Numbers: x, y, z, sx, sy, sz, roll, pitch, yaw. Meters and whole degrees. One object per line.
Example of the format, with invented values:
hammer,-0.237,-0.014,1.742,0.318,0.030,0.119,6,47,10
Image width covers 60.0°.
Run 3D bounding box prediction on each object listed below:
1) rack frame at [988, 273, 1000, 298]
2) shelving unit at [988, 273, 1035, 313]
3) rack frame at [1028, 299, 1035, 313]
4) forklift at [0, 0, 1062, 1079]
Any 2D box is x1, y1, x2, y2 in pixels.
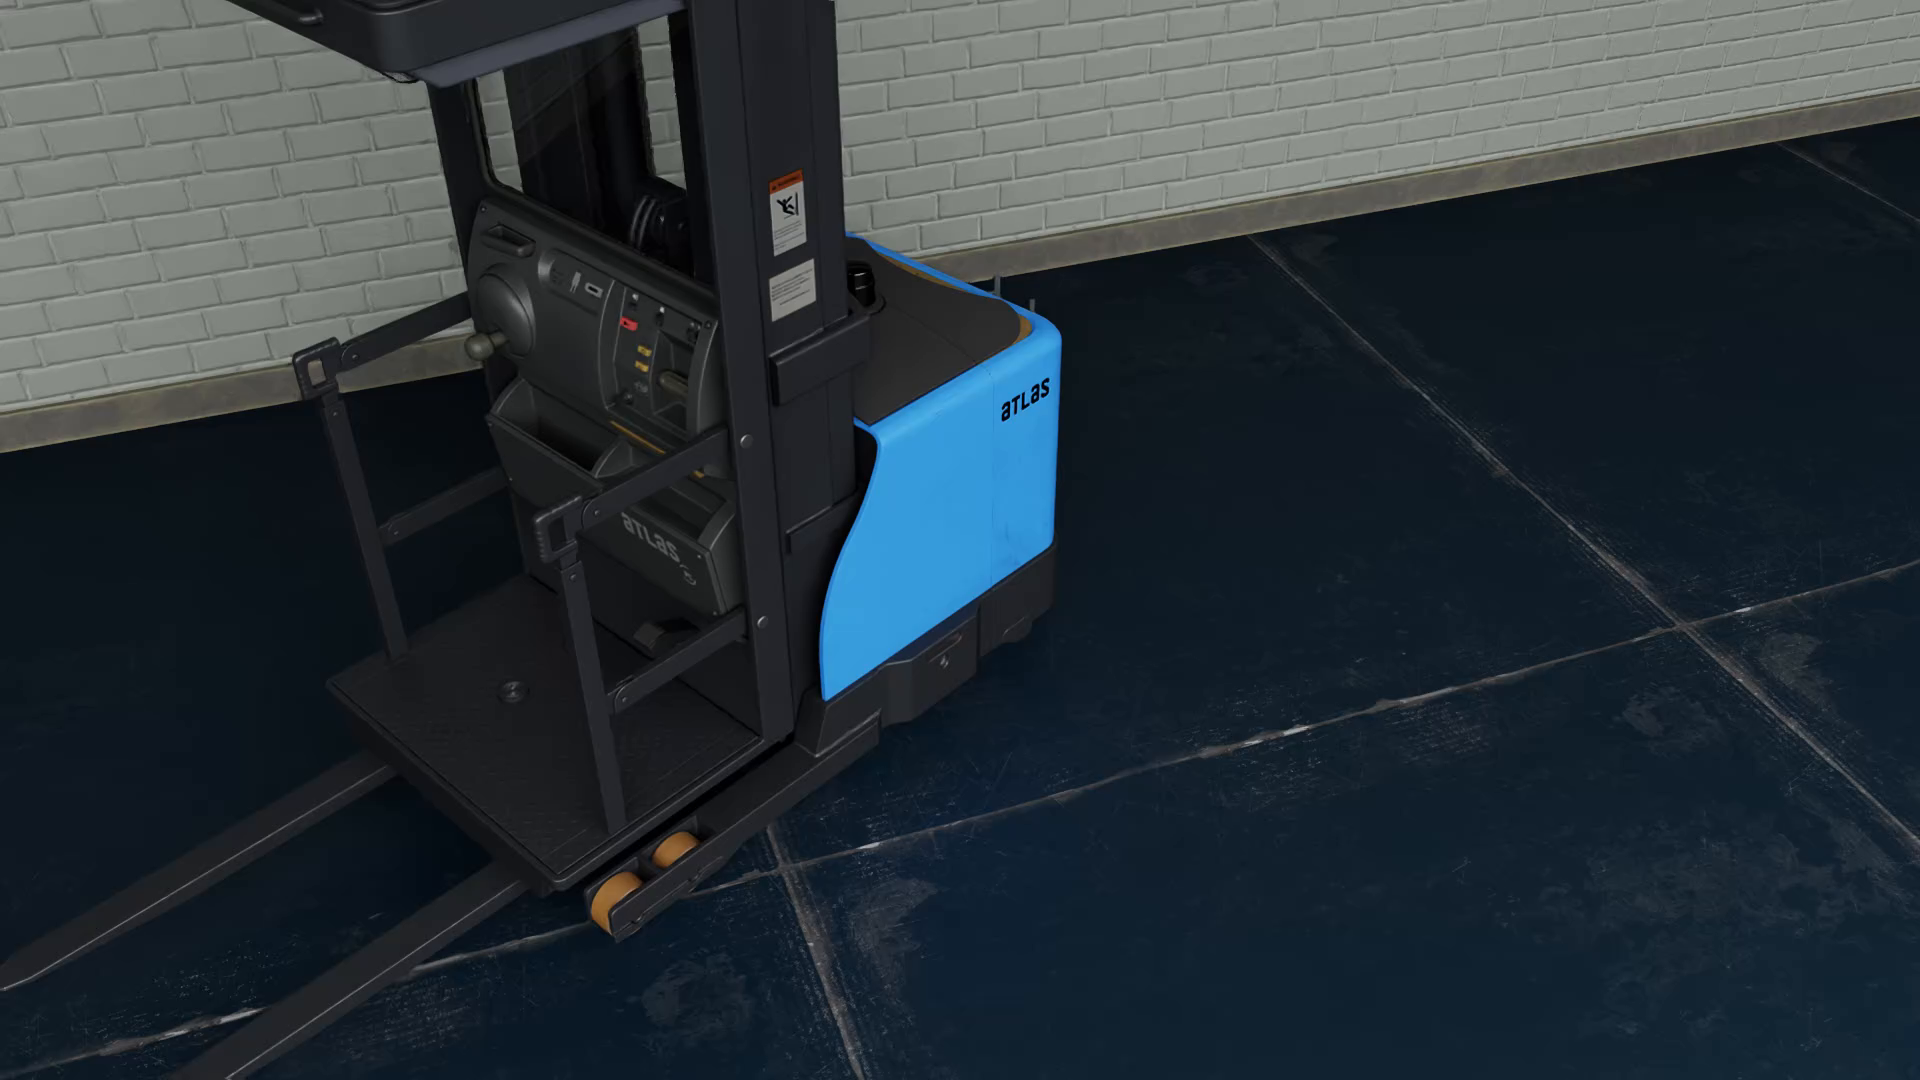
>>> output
rack frame,0.026,-0.470,5.626,0.240,0.900,0.006,-20,41,-25
shelving unit,0.080,-0.418,5.557,0.258,0.900,0.210,-20,41,-25
rack frame,0.133,-0.366,5.488,0.240,0.900,0.006,-20,41,-25
forklift,-1.057,-0.479,3.950,1.130,2.935,3.031,29,46,33
